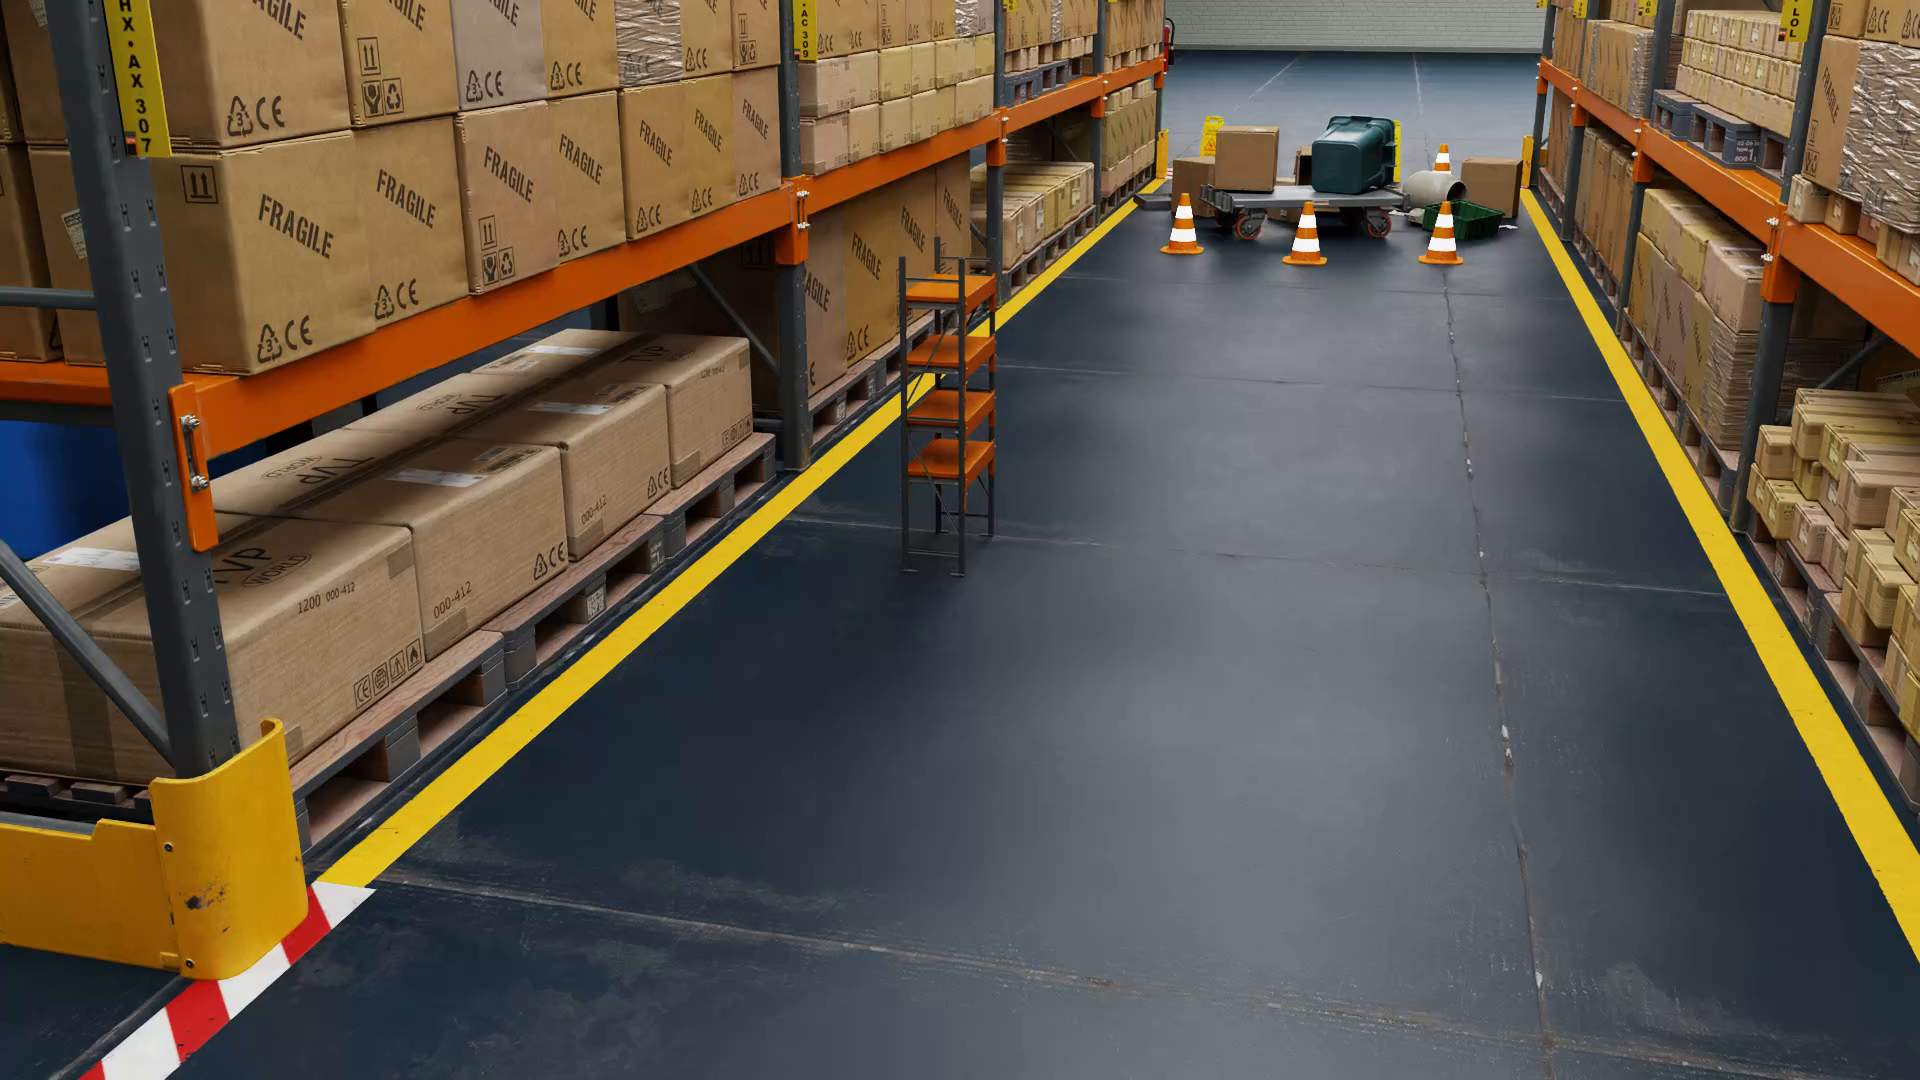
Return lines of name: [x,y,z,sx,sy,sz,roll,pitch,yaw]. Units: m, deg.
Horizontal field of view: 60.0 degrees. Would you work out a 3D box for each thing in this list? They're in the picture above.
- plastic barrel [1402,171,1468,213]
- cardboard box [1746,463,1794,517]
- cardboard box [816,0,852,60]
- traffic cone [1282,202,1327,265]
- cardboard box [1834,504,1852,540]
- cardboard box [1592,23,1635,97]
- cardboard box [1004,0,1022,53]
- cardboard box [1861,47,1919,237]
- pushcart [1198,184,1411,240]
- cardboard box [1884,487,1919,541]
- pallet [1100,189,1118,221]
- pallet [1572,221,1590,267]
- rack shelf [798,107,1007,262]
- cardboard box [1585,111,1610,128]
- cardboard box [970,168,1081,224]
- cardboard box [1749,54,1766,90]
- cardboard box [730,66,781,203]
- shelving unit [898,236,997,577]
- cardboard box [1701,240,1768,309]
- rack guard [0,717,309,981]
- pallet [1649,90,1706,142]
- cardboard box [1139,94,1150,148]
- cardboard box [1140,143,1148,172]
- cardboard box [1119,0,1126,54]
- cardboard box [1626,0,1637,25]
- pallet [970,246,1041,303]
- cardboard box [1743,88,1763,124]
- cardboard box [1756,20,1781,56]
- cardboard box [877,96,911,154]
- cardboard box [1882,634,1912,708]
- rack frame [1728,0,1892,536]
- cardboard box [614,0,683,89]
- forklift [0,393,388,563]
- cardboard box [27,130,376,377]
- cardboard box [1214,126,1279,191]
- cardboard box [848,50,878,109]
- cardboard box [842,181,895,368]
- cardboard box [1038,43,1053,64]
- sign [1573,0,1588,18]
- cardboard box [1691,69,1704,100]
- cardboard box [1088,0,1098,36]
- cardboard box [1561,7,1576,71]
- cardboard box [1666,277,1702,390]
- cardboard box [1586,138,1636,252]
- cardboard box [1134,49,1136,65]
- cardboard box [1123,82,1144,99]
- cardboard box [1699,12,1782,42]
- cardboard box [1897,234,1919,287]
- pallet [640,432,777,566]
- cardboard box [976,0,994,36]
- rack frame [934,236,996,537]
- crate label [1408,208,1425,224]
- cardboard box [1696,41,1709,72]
plastic barrel: [4.380,-3.183,15.352,0.421,0.421,0.512,-13,23,-34]
cardboard box: [3.236,-0.179,6.332,0.380,0.149,0.250,4,19,11]
cardboard box: [-0.802,-2.413,7.410,0.500,0.500,0.500,5,19,14]
traffic cone: [2.719,-2.415,13.043,0.336,0.463,0.334,5,19,13]
cardboard box: [3.169,-0.070,5.553,0.380,0.149,0.250,4,19,11]
cardboard box: [4.954,-3.514,12.182,0.500,0.500,0.500,5,19,13]
cardboard box: [0.123,-3.541,11.148,0.500,0.500,0.500,4,19,12]
cardboard box: [2.999,-1.160,4.829,0.500,0.500,0.500,4,19,12]
pushcart: [2.989,-2.880,14.534,1.648,0.377,0.936,-2,19,-6]
cardboard box: [3.043,-0.044,5.016,0.380,0.149,0.250,4,19,11]
pallet: [0.896,-3.179,15.667,1.003,0.211,1.213,5,19,13]
pallet: [5.475,-2.358,13.265,1.003,0.211,1.213,5,19,13]
rack shelf: [-0.700,-2.064,9.202,1.077,0.370,4.000,5,19,13]
cardboard box: [5.812,-3.310,14.376,0.875,0.875,0.875,5,19,14]
cardboard box: [0.468,-2.850,13.806,0.950,0.372,0.625,6,20,17]
cardboard box: [3.796,-2.107,7.494,0.380,0.149,0.250,4,19,11]
cardboard box: [-1.054,-1.659,6.750,0.500,0.500,0.500,5,19,14]
shelving unit: [-0.040,-0.516,6.342,0.258,1.200,0.503,5,19,13]
cardboard box: [3.711,-1.202,7.624,0.500,0.250,0.500,6,20,16]
rack guard: [-2.172,0.667,3.962,1.175,0.500,0.348,5,19,13]
pallet: [4.542,-2.349,9.222,1.213,0.211,1.003,5,19,13]
cardboard box: [1.676,-4.355,17.242,0.500,0.500,0.500,5,20,15]
cardboard box: [1.672,-4.000,17.361,0.500,0.250,0.500,5,19,14]
cardboard box: [1.244,-4.748,15.333,0.500,0.500,0.500,5,19,13]
cardboard box: [5.227,-3.970,11.969,0.700,0.500,0.500,5,19,14]
pallet: [-0.019,-1.956,12.089,1.003,0.211,1.213,5,19,13]
cardboard box: [3.791,-1.964,7.535,0.380,0.149,0.250,4,19,11]
cardboard box: [3.802,-2.245,7.438,0.380,0.149,0.250,4,19,12]
cardboard box: [-0.560,-2.145,8.559,0.500,0.250,0.500,4,19,13]
cardboard box: [2.833,0.393,4.659,0.380,0.149,0.250,5,19,14]
rack frame: [3.636,-1.418,6.199,1.000,3.000,0.127,5,19,13]
cardboard box: [-1.283,-1.809,5.643,0.500,0.500,0.500,5,19,14]
forklift: [-3.058,-1.524,6.615,1.130,2.935,3.031,5,19,14]
cardboard box: [-1.770,-0.699,3.938,0.500,0.500,0.500,5,19,13]
cardboard box: [2.499,-3.329,14.489,0.500,0.500,0.500,5,19,13]
cardboard box: [-0.708,-2.224,8.017,0.500,0.250,0.500,5,19,14]
cardboard box: [-0.902,-1.455,8.944,0.875,0.875,0.875,5,20,15]
cardboard box: [0.490,-3.701,12.621,0.380,0.149,0.250,5,20,15]
sign: [5.052,-4.416,13.514,0.100,0.325,0.005,5,19,13]
cardboard box: [4.177,-2.459,8.984,0.380,0.149,0.250,6,20,16]
cardboard box: [0.876,-4.509,13.983,0.500,0.500,0.500,4,19,12]
cardboard box: [6.060,-4.621,15.345,0.875,0.550,0.500,5,19,13]
cardboard box: [3.828,-1.007,8.213,0.500,0.500,0.500,4,19,12]
cardboard box: [5.287,-2.556,12.361,1.050,0.750,0.750,5,19,13]
cardboard box: [1.510,-4.721,16.257,0.380,0.149,0.250,5,19,13]
cardboard box: [1.645,-4.545,16.793,0.380,0.149,0.250,6,20,16]
cardboard box: [4.185,-2.743,8.895,0.380,0.149,0.250,5,19,13]
cardboard box: [2.975,-0.820,4.835,0.380,0.149,0.250,6,20,16]
pallet: [-1.450,-0.226,7.022,1.003,0.211,1.213,5,19,13]
cardboard box: [-0.084,-3.369,10.208,0.500,0.500,0.500,4,19,12]
rack frame: [0.019,-0.592,6.566,0.240,1.200,0.015,5,19,13]
crate label: [4.200,-2.907,14.987,0.298,0.136,0.250,-9,21,-24]
cardboard box: [4.174,-2.588,8.902,0.380,0.149,0.250,4,19,12]
